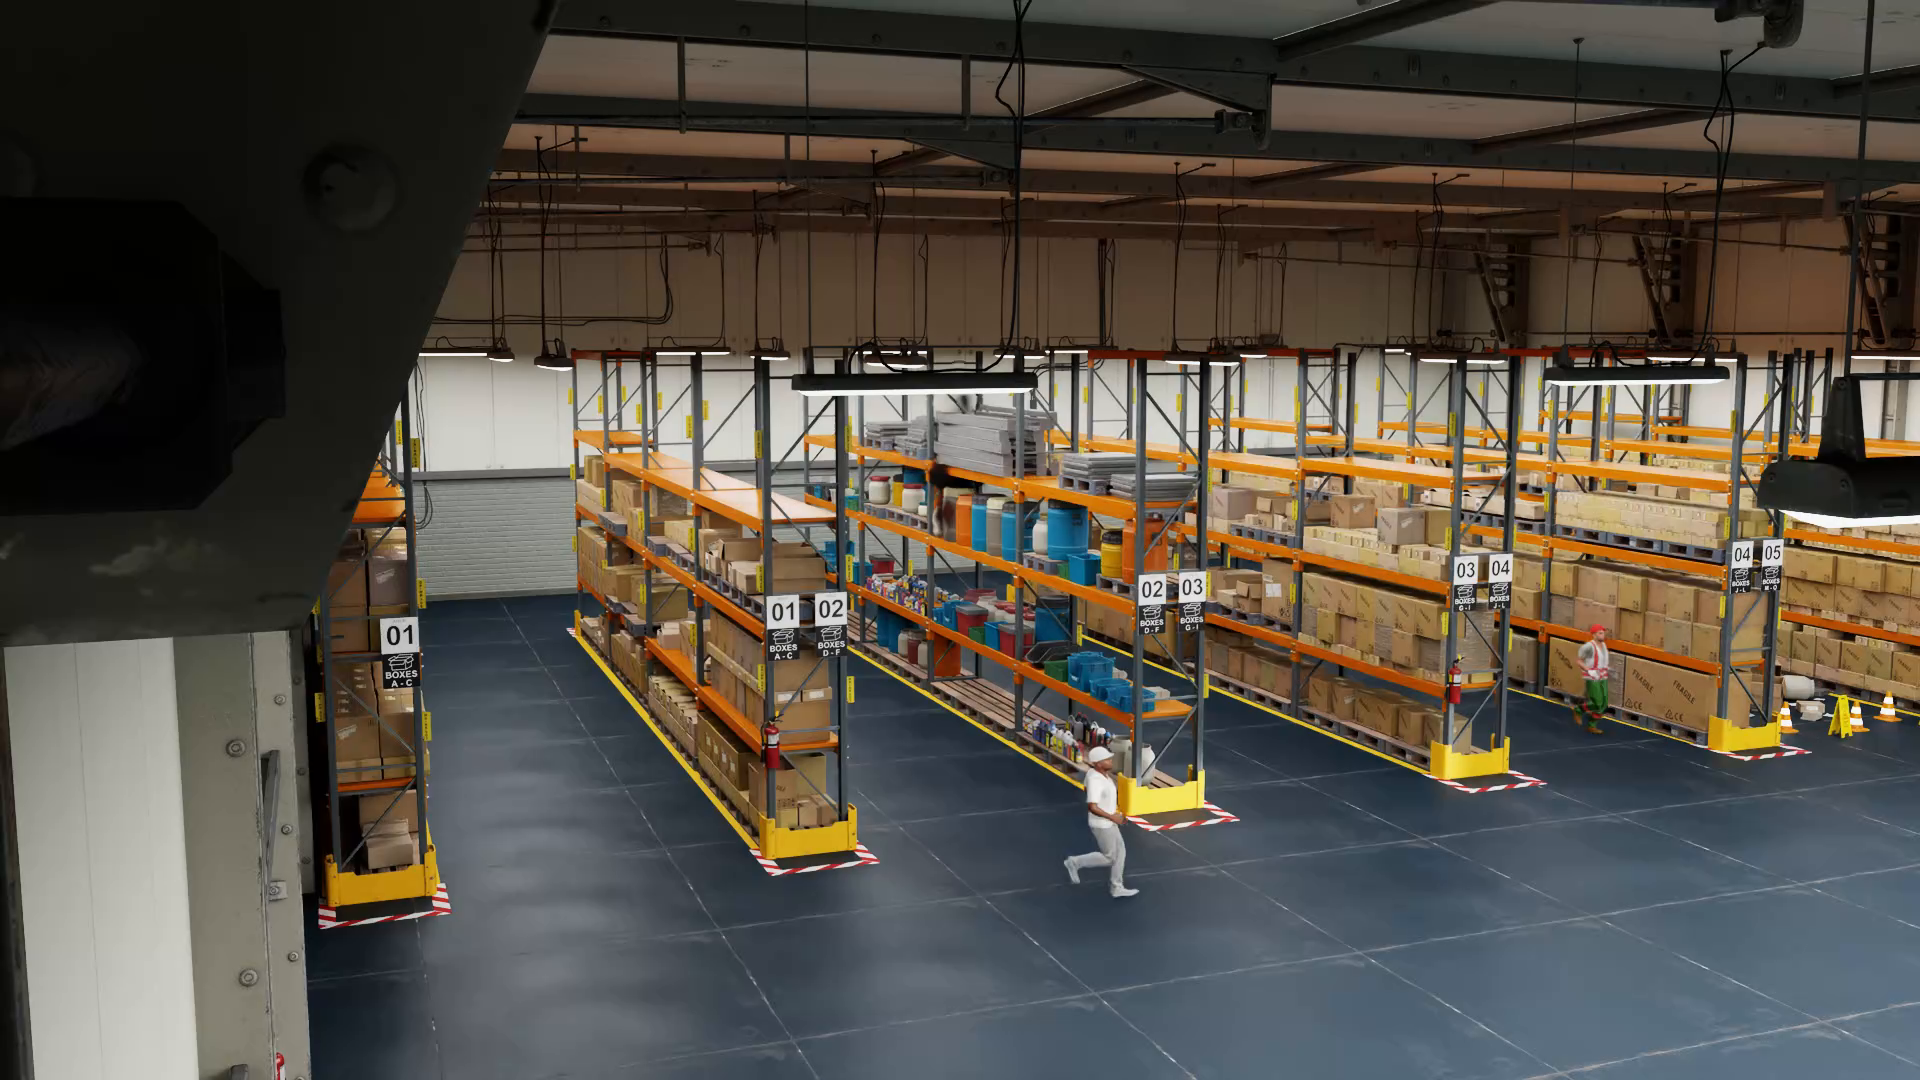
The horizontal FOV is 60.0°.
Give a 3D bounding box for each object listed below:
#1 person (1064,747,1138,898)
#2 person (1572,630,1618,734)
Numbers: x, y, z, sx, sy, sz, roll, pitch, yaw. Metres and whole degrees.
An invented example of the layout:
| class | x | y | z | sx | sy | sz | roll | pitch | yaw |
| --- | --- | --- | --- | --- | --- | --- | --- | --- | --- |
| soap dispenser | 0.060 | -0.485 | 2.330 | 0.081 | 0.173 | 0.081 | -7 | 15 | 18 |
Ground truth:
| class | x | y | z | sx | sy | sz | roll | pitch | yaw |
| --- | --- | --- | --- | --- | --- | --- | --- | --- | --- |
| person | 1.595 | 3.172 | 18.701 | 0.839 | 1.737 | 0.711 | 1 | 7 | 7 |
| person | 10.053 | 2.218 | 26.373 | 0.635 | 1.692 | 0.587 | -4 | 8 | -31 |
